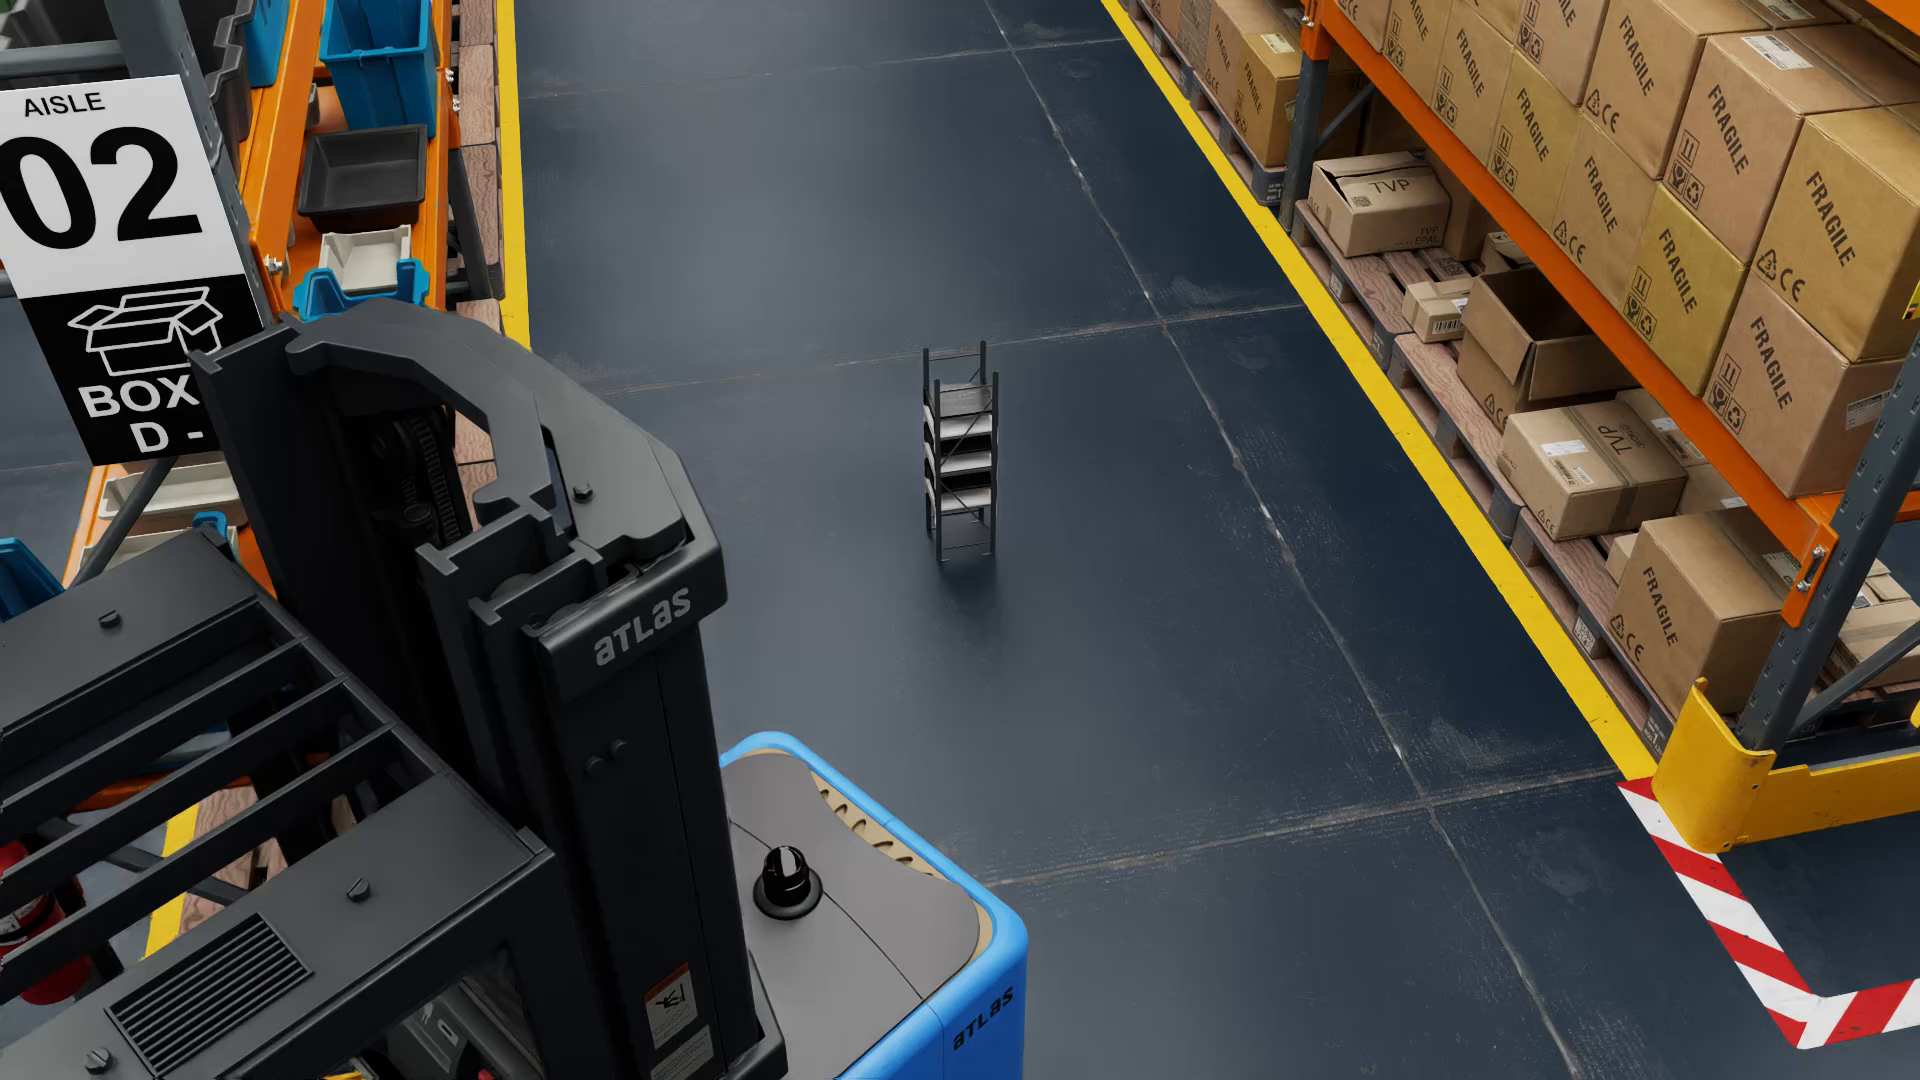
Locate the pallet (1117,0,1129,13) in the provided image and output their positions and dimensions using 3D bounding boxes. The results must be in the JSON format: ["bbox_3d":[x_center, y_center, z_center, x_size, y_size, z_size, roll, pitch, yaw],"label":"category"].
[{"bbox_3d":[1.407,-3.861,10.941,1.003,0.211,1.213,-8,42,-9],"label":"pallet"}]

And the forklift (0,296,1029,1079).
[{"bbox_3d":[-1.204,1.129,3.270,1.130,2.935,3.031,33,51,31],"label":"forklift"}]

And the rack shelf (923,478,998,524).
[{"bbox_3d":[0.002,-0.172,6.587,0.258,0.077,0.200,-8,42,-9],"label":"rack shelf"}]

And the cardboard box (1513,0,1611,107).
[{"bbox_3d":[2.308,-1.864,5.762,0.500,0.500,0.500,-7,42,-8],"label":"cardboard box"}]

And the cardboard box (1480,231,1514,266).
[{"bbox_3d":[2.686,-1.336,7.812,0.380,0.149,0.250,-8,42,-9],"label":"cardboard box"}]

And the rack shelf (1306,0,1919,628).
[{"bbox_3d":[2.578,-1.235,6.424,1.077,0.370,4.000,-8,42,-9],"label":"rack shelf"}]

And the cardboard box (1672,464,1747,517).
[{"bbox_3d":[3.062,-0.061,6.300,0.500,0.250,0.500,-8,42,-9],"label":"cardboard box"}]

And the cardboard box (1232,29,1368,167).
[{"bbox_3d":[1.760,-2.309,8.644,0.500,0.500,0.500,-9,42,-10],"label":"cardboard box"}]

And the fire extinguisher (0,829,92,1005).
[{"bbox_3d":[-2.239,0.831,3.894,0.296,0.674,0.183,-8,42,-9],"label":"fire extinguisher"}]

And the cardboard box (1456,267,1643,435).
[{"bbox_3d":[2.557,-0.815,6.957,0.797,0.503,0.637,-8,42,-9],"label":"cardboard box"}]

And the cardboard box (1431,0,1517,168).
[{"bbox_3d":[2.210,-1.813,6.457,0.500,0.500,0.500,-9,42,-10],"label":"cardboard box"}]

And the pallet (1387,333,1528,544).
[{"bbox_3d":[2.561,-0.520,7.177,1.003,0.211,1.213,-8,42,-9],"label":"pallet"}]

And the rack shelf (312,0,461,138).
[{"bbox_3d":[-3.123,-3.121,8.548,1.077,0.370,4.000,-8,42,-9],"label":"rack shelf"}]

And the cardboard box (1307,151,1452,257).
[{"bbox_3d":[2.026,-1.657,8.051,0.500,0.311,0.500,-8,42,-9],"label":"cardboard box"}]

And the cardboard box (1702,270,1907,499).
[{"bbox_3d":[2.647,-0.497,4.975,0.500,0.500,0.500,-7,42,-8],"label":"cardboard box"}]

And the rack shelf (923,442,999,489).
[{"bbox_3d":[0.002,-0.306,6.467,0.258,0.077,0.200,-8,42,-9],"label":"rack shelf"}]

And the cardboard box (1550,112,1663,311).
[{"bbox_3d":[2.430,-1.157,5.718,0.500,0.500,0.500,-8,42,-9],"label":"cardboard box"}]

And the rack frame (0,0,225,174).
[{"bbox_3d":[-1.828,-1.744,1.936,1.000,3.000,0.127,-8,42,-9],"label":"rack frame"}]

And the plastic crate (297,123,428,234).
[{"bbox_3d":[-2.187,-1.326,6.146,0.437,0.125,0.590,-8,42,-9],"label":"plastic crate"}]

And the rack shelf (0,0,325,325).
[{"bbox_3d":[-2.259,-1.650,4.632,1.077,0.370,4.000,-8,42,-9],"label":"rack shelf"}]

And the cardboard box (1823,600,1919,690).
[{"bbox_3d":[3.255,0.373,5.886,0.380,0.149,0.250,-8,42,-9],"label":"cardboard box"}]

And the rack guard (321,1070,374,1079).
[{"bbox_3d":[-1.810,1.448,4.742,1.175,0.500,0.348,-8,42,-9],"label":"rack guard"}]

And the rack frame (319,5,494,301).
[{"bbox_3d":[-2.691,-2.094,6.849,1.000,3.000,0.127,-8,42,-9],"label":"rack frame"}]

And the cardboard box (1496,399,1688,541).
[{"bbox_3d":[2.476,-0.282,6.547,0.500,0.250,0.500,-8,42,-9],"label":"cardboard box"}]

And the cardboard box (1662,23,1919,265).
[{"bbox_3d":[2.535,-1.196,5.009,0.500,0.500,0.500,-7,42,-8],"label":"cardboard box"}]

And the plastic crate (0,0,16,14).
[{"bbox_3d":[-2.319,-1.142,3.677,0.450,0.188,0.336,-8,42,-9],"label":"plastic crate"}]

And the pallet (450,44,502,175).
[{"bbox_3d":[-3.084,-2.349,9.238,1.003,0.211,1.213,-8,42,-9],"label":"pallet"}]

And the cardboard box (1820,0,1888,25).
[{"bbox_3d":[2.948,-1.608,5.473,0.500,0.500,0.500,-8,42,-9],"label":"cardboard box"}]

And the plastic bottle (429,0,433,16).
[{"bbox_3d":[-2.382,-2.435,7.322,0.061,0.283,0.133,-8,42,-9],"label":"plastic bottle"}]

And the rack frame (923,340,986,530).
[{"bbox_3d":[-0.020,-0.397,6.520,0.240,0.900,0.006,-8,42,-9],"label":"rack frame"}]

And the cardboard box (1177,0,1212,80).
[{"bbox_3d":[1.554,-2.956,9.372,0.500,0.500,0.500,-8,42,-9],"label":"cardboard box"}]

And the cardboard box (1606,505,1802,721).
[{"bbox_3d":[2.652,0.245,5.766,0.500,0.500,0.500,-8,42,-9],"label":"cardboard box"}]

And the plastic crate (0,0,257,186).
[{"bbox_3d":[-1.639,-0.863,3.302,0.497,0.269,0.590,-8,42,-9],"label":"plastic crate"}]

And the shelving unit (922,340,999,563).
[{"bbox_3d":[0.002,-0.331,6.445,0.258,0.900,0.210,-8,42,-9],"label":"shelving unit"}]

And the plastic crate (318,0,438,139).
[{"bbox_3d":[-2.257,-1.856,6.548,0.392,0.384,0.575,-8,42,-9],"label":"plastic crate"}]

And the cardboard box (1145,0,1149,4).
[{"bbox_3d":[1.324,-3.623,10.124,0.500,0.500,0.500,-9,42,-10],"label":"cardboard box"}]

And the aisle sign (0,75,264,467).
[{"bbox_3d":[-1.522,-0.469,3.060,0.394,0.787,0.004,-8,42,-9],"label":"aisle sign"}]

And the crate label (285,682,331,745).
[{"bbox_3d":[-1.559,0.332,4.197,0.416,0.233,0.303,-8,42,-9],"label":"crate label"}]

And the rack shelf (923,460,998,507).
[{"bbox_3d":[0.002,-0.239,6.527,0.258,0.077,0.200,-8,42,-9],"label":"rack shelf"}]

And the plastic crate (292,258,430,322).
[{"bbox_3d":[-1.908,-0.716,5.378,0.416,0.233,0.300,-8,42,-9],"label":"plastic crate"}]

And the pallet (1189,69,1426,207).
[{"bbox_3d":[1.934,-2.280,9.159,1.003,0.211,1.213,-8,42,-9],"label":"pallet"}]

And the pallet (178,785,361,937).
[{"bbox_3d":[-1.968,1.002,5.462,1.003,0.211,1.213,-8,42,-9],"label":"pallet"}]

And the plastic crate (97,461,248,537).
[{"bbox_3d":[-2.229,-0.117,4.776,0.396,0.136,0.243,-8,42,-9],"label":"plastic crate"}]

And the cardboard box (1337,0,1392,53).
[{"bbox_3d":[1.990,-2.469,7.196,0.500,0.500,0.500,-7,42,-8],"label":"cardboard box"}]

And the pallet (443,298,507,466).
[{"bbox_3d":[-2.494,-0.580,7.244,1.003,0.211,1.213,-8,42,-9],"label":"pallet"}]
